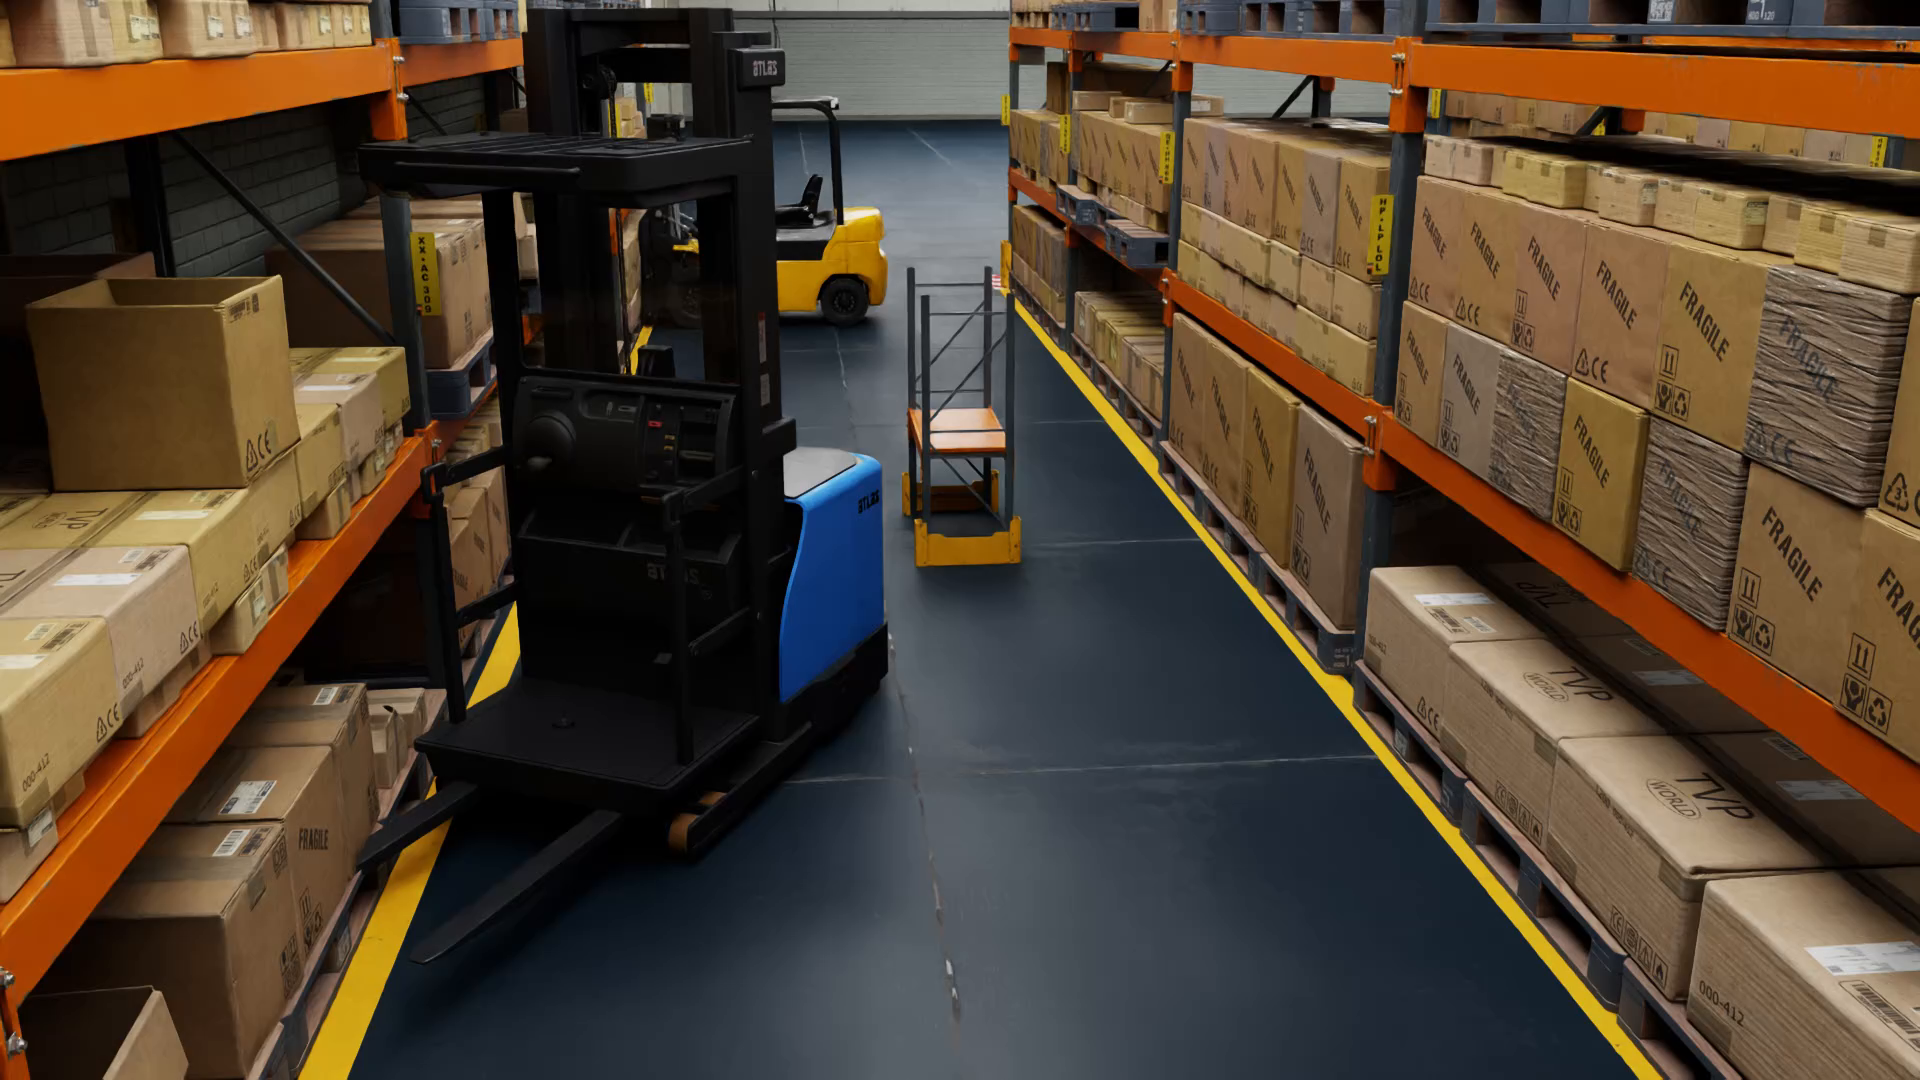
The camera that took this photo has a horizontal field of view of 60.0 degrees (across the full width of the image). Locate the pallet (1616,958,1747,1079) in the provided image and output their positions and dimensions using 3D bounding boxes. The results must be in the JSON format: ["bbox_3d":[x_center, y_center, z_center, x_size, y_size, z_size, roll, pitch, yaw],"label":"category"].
[{"bbox_3d":[2.538,1.515,4.498,1.003,0.211,1.213,-2,18,-6],"label":"pallet"}]

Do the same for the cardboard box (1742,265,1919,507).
[{"bbox_3d":[2.328,-0.395,4.092,0.500,0.500,0.500,-2,18,-5],"label":"cardboard box"}]

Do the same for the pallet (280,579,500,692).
[{"bbox_3d":[-2.773,0.473,7.819,1.003,0.211,1.213,-2,18,-6],"label":"pallet"}]

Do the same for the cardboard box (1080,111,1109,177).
[{"bbox_3d":[1.276,-3.247,13.647,0.500,0.500,0.500,-2,18,-5],"label":"cardboard box"}]

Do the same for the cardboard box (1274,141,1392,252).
[{"bbox_3d":[1.896,-1.727,8.333,0.500,0.500,0.500,-1,17,-4],"label":"cardboard box"}]

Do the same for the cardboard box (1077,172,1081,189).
[{"bbox_3d":[1.203,-3.061,14.137,0.380,0.149,0.250,-2,17,-5],"label":"cardboard box"}]

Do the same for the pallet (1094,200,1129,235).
[{"bbox_3d":[1.628,-2.460,12.825,1.003,0.211,1.213,-2,18,-6],"label":"pallet"}]

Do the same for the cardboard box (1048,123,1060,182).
[{"bbox_3d":[1.107,-3.622,15.543,0.500,0.500,0.500,-1,17,-4],"label":"cardboard box"}]

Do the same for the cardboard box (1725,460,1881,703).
[{"bbox_3d":[2.348,0.087,4.224,0.500,0.500,0.500,-2,18,-7],"label":"cardboard box"}]

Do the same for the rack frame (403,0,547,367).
[{"bbox_3d":[-3.064,-1.808,10.430,1.000,3.000,0.127,-2,18,-6],"label":"rack frame"}]

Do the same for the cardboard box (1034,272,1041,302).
[{"bbox_3d":[1.019,-2.521,16.589,0.500,0.250,0.500,-2,17,-5],"label":"cardboard box"}]

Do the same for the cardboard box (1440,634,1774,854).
[{"bbox_3d":[2.337,0.708,5.991,0.875,0.438,0.875,-2,18,-7],"label":"cardboard box"}]

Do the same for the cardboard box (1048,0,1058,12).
[{"bbox_3d":[1.094,-4.930,15.118,0.500,0.250,0.500,-2,18,-7],"label":"cardboard box"}]

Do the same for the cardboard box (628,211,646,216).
[{"bbox_3d":[-3.473,-3.278,17.330,0.500,0.250,0.500,-1,17,-5],"label":"cardboard box"}]

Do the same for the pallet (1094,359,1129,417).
[{"bbox_3d":[1.671,-1.228,13.236,1.003,0.211,1.213,-2,18,-6],"label":"pallet"}]

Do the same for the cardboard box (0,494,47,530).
[{"bbox_3d":[-2.648,0.074,4.186,0.500,0.250,0.500,-1,17,-4],"label":"cardboard box"}]

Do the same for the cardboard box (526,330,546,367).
[{"bbox_3d":[-3.115,-1.062,11.316,0.875,0.625,0.625,-1,17,-4],"label":"cardboard box"}]

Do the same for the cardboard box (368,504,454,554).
[{"bbox_3d":[-2.424,-0.049,7.215,0.380,0.149,0.250,-1,17,-3],"label":"cardboard box"}]

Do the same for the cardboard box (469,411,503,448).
[{"bbox_3d":[-2.652,-0.590,8.939,0.380,0.149,0.250,-3,18,-8],"label":"cardboard box"}]

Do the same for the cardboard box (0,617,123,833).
[{"bbox_3d":[-2.018,0.361,3.273,0.500,0.250,0.500,-2,18,-5],"label":"cardboard box"}]

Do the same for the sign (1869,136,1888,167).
[{"bbox_3d":[6.234,-2.680,11.273,0.100,0.325,0.005,-2,18,-6],"label":"sign"}]

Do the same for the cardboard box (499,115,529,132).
[{"bbox_3d":[-3.810,-3.585,14.342,0.380,0.149,0.250,-2,18,-6],"label":"cardboard box"}]

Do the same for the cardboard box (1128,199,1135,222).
[{"bbox_3d":[1.417,-2.360,11.906,0.380,0.149,0.250,-3,18,-8],"label":"cardboard box"}]

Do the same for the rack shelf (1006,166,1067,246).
[{"bbox_3d":[1.254,-3.407,16.723,1.077,0.370,4.000,-2,18,-6],"label":"rack shelf"}]

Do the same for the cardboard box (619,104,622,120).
[{"bbox_3d":[-3.478,-4.134,16.091,0.380,0.149,0.250,-2,17,-5],"label":"cardboard box"}]

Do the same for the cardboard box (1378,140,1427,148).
[{"bbox_3d":[2.397,-1.736,8.363,0.500,0.500,0.500,-2,18,-7],"label":"cardboard box"}]

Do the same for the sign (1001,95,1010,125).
[{"bbox_3d":[0.508,-4.743,18.330,0.100,0.325,0.005,-2,18,-6],"label":"sign"}]

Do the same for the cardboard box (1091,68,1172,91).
[{"bbox_3d":[1.600,-4.112,15.434,0.700,0.500,0.500,-2,18,-5],"label":"cardboard box"}]

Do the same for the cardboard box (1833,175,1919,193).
[{"bbox_3d":[2.819,-0.991,4.908,0.380,0.149,0.250,-2,18,-7],"label":"cardboard box"}]

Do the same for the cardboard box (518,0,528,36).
[{"bbox_3d":[-2.769,-3.023,9.540,0.500,0.250,0.500,-2,18,-7],"label":"cardboard box"}]

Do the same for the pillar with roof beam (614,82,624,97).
[{"bbox_3d":[-1.669,-10.527,28.185,9.100,9.000,0.400,-2,18,-6],"label":"pillar with roof beam"}]

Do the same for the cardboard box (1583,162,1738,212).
[{"bbox_3d":[2.242,-1.124,5.331,0.380,0.149,0.250,-2,18,-6],"label":"cardboard box"}]

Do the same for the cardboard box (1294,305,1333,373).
[{"bbox_3d":[1.937,-0.977,8.032,0.500,0.250,0.500,-2,18,-6],"label":"cardboard box"}]

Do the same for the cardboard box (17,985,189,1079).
[{"bbox_3d":[-2.208,1.381,3.738,0.797,0.503,0.637,-2,18,-8],"label":"cardboard box"}]

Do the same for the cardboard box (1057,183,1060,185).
[{"bbox_3d":[1.092,-3.195,15.266,0.380,0.149,0.250,-1,17,-4],"label":"cardboard box"}]

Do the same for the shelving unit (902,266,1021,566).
[{"bbox_3d":[-0.008,-0.738,9.525,0.587,1.500,1.083,-2,18,-6],"label":"shelving unit"}]

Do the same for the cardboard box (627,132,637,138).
[{"bbox_3d":[-3.480,-3.794,16.586,0.500,0.500,0.500,-2,18,-7],"label":"cardboard box"}]

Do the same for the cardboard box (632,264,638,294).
[{"bbox_3d":[-3.273,-2.431,15.467,0.500,0.250,0.500,-2,18,-6],"label":"cardboard box"}]

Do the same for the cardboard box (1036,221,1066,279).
[{"bbox_3d":[1.025,-2.872,16.456,0.500,0.500,0.500,-1,17,-3],"label":"cardboard box"}]

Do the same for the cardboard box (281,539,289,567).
[{"bbox_3d":[-2.226,0.051,4.927,0.380,0.149,0.250,-2,18,-6],"label":"cardboard box"}]

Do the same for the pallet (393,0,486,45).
[{"bbox_3d":[-2.649,-2.155,6.838,1.213,0.211,1.003,-2,18,-6],"label":"pallet"}]

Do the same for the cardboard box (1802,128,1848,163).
[{"bbox_3d":[6.696,-2.955,12.247,0.700,0.500,0.500,-2,18,-6],"label":"cardboard box"}]

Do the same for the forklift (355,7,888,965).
[{"bbox_3d":[-1.341,-0.388,6.019,1.130,2.935,3.031,7,19,21],"label":"forklift"}]

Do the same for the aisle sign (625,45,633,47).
[{"bbox_3d":[-3.604,-5.461,17.723,0.394,0.787,0.004,-2,18,-6],"label":"aisle sign"}]

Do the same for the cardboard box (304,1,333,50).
[{"bbox_3d":[-2.279,-1.677,5.421,0.380,0.149,0.250,-1,17,-4],"label":"cardboard box"}]

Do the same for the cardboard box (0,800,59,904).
[{"bbox_3d":[-2.000,0.588,3.214,0.380,0.149,0.250,-2,18,-6],"label":"cardboard box"}]

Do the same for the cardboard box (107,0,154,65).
[{"bbox_3d":[-2.060,-1.148,3.737,0.380,0.149,0.250,-2,18,-6],"label":"cardboard box"}]

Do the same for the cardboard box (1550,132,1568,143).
[{"bbox_3d":[6.244,-3.682,16.147,0.875,0.550,0.550,-2,18,-6],"label":"cardboard box"}]

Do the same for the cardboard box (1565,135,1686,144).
[{"bbox_3d":[2.634,-1.523,6.603,0.380,0.149,0.250,-2,18,-7],"label":"cardboard box"}]

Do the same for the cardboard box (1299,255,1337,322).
[{"bbox_3d":[1.939,-1.211,7.941,0.500,0.250,0.500,-1,17,-4],"label":"cardboard box"}]

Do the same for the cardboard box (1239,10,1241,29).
[{"bbox_3d":[1.632,-3.362,10.788,0.380,0.149,0.250,-2,18,-6],"label":"cardboard box"}]

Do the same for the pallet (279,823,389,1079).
[{"bbox_3d":[-2.452,1.283,5.239,1.003,0.211,1.213,-2,18,-6],"label":"pallet"}]

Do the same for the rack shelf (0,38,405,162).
[{"bbox_3d":[-2.445,-1.109,4.394,1.077,0.370,4.000,-2,18,-6],"label":"rack shelf"}]

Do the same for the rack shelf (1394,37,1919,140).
[{"bbox_3d":[2.492,-1.263,4.886,1.077,0.370,4.000,-2,18,-6],"label":"rack shelf"}]

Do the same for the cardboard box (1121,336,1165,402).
[{"bbox_3d":[1.741,-1.298,12.489,0.950,0.372,0.625,-2,18,-7],"label":"cardboard box"}]

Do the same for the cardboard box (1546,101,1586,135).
[{"bbox_3d":[6.197,-4.196,15.980,0.875,0.550,0.550,-2,18,-6],"label":"cardboard box"}]
